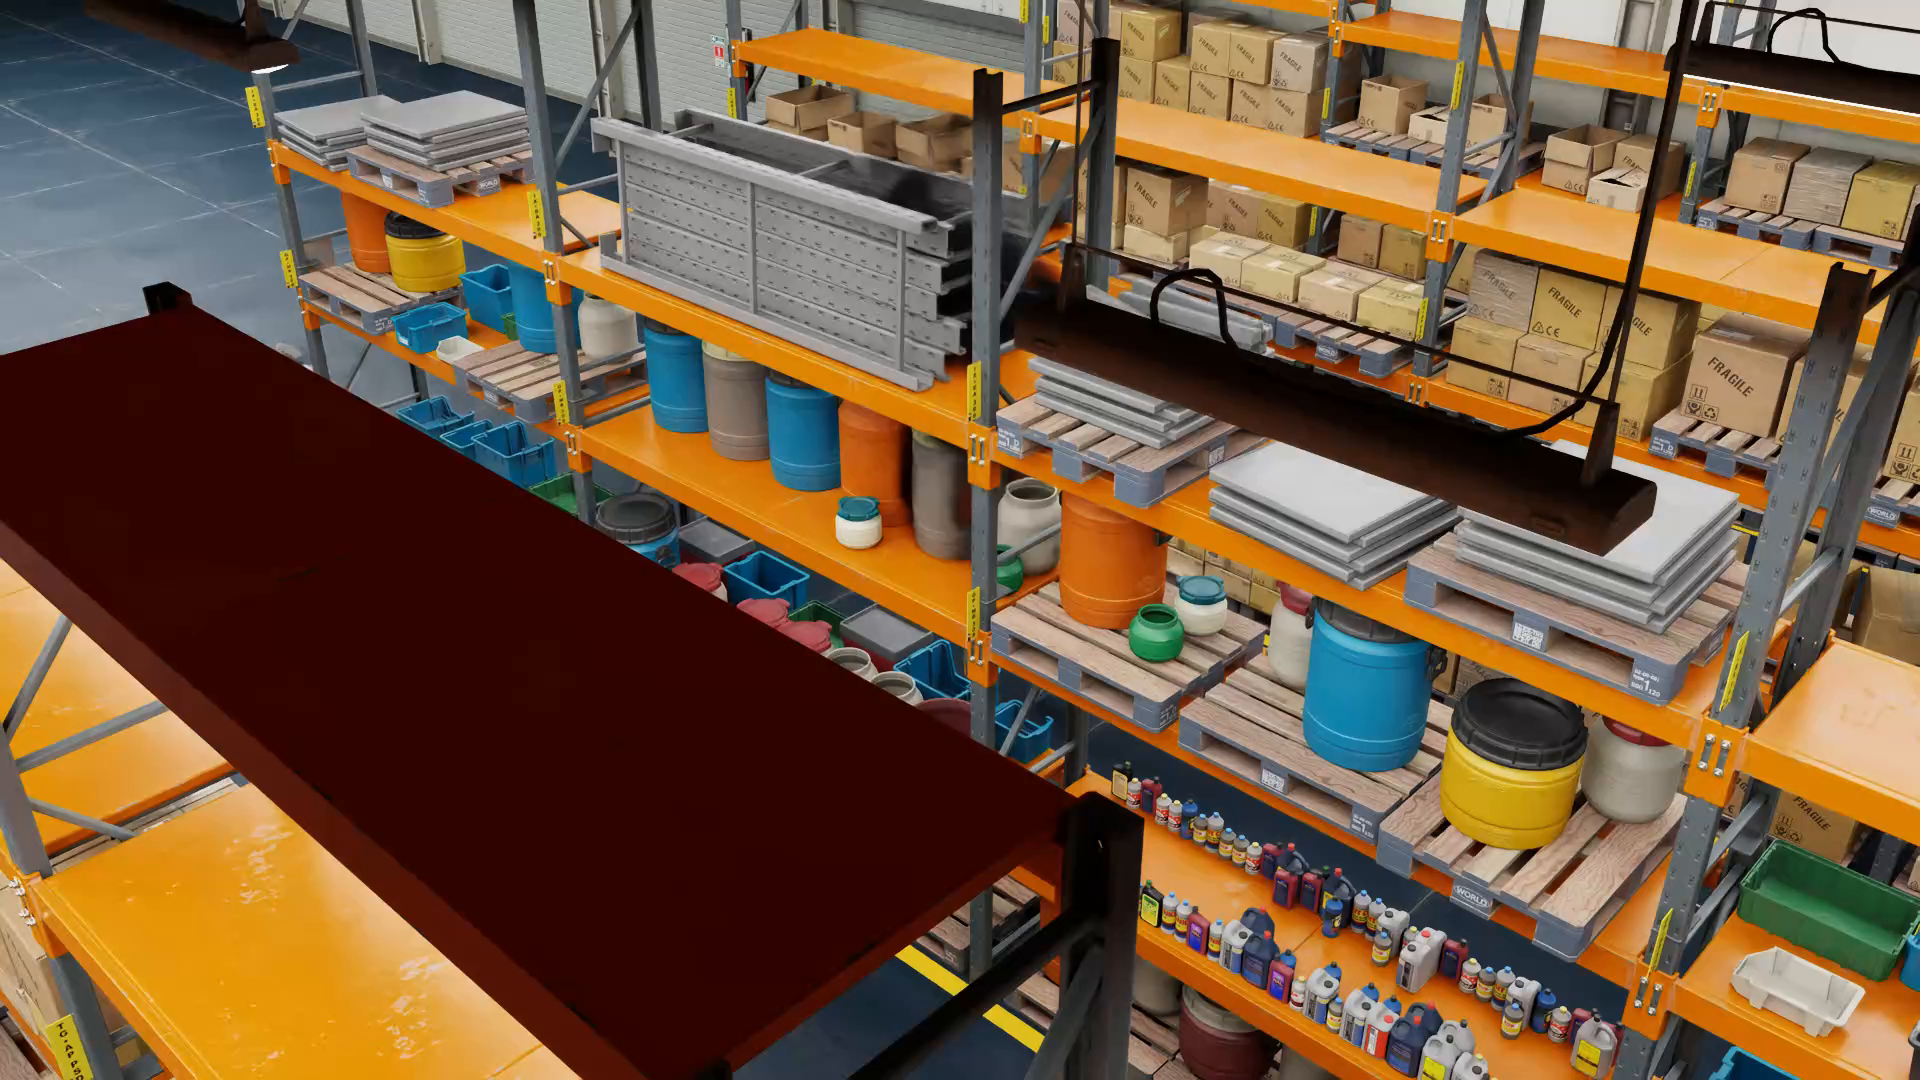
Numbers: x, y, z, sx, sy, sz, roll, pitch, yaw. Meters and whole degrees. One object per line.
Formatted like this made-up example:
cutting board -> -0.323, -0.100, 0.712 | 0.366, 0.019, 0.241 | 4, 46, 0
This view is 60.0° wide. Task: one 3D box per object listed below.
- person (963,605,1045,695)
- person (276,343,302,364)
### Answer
person -> 0.347, 0.587, 13.450 | 0.943, 1.719, 0.647 | 15, 33, 25
person -> -6.483, -1.185, 16.667 | 0.676, 1.699, 0.571 | -4, 30, -6
